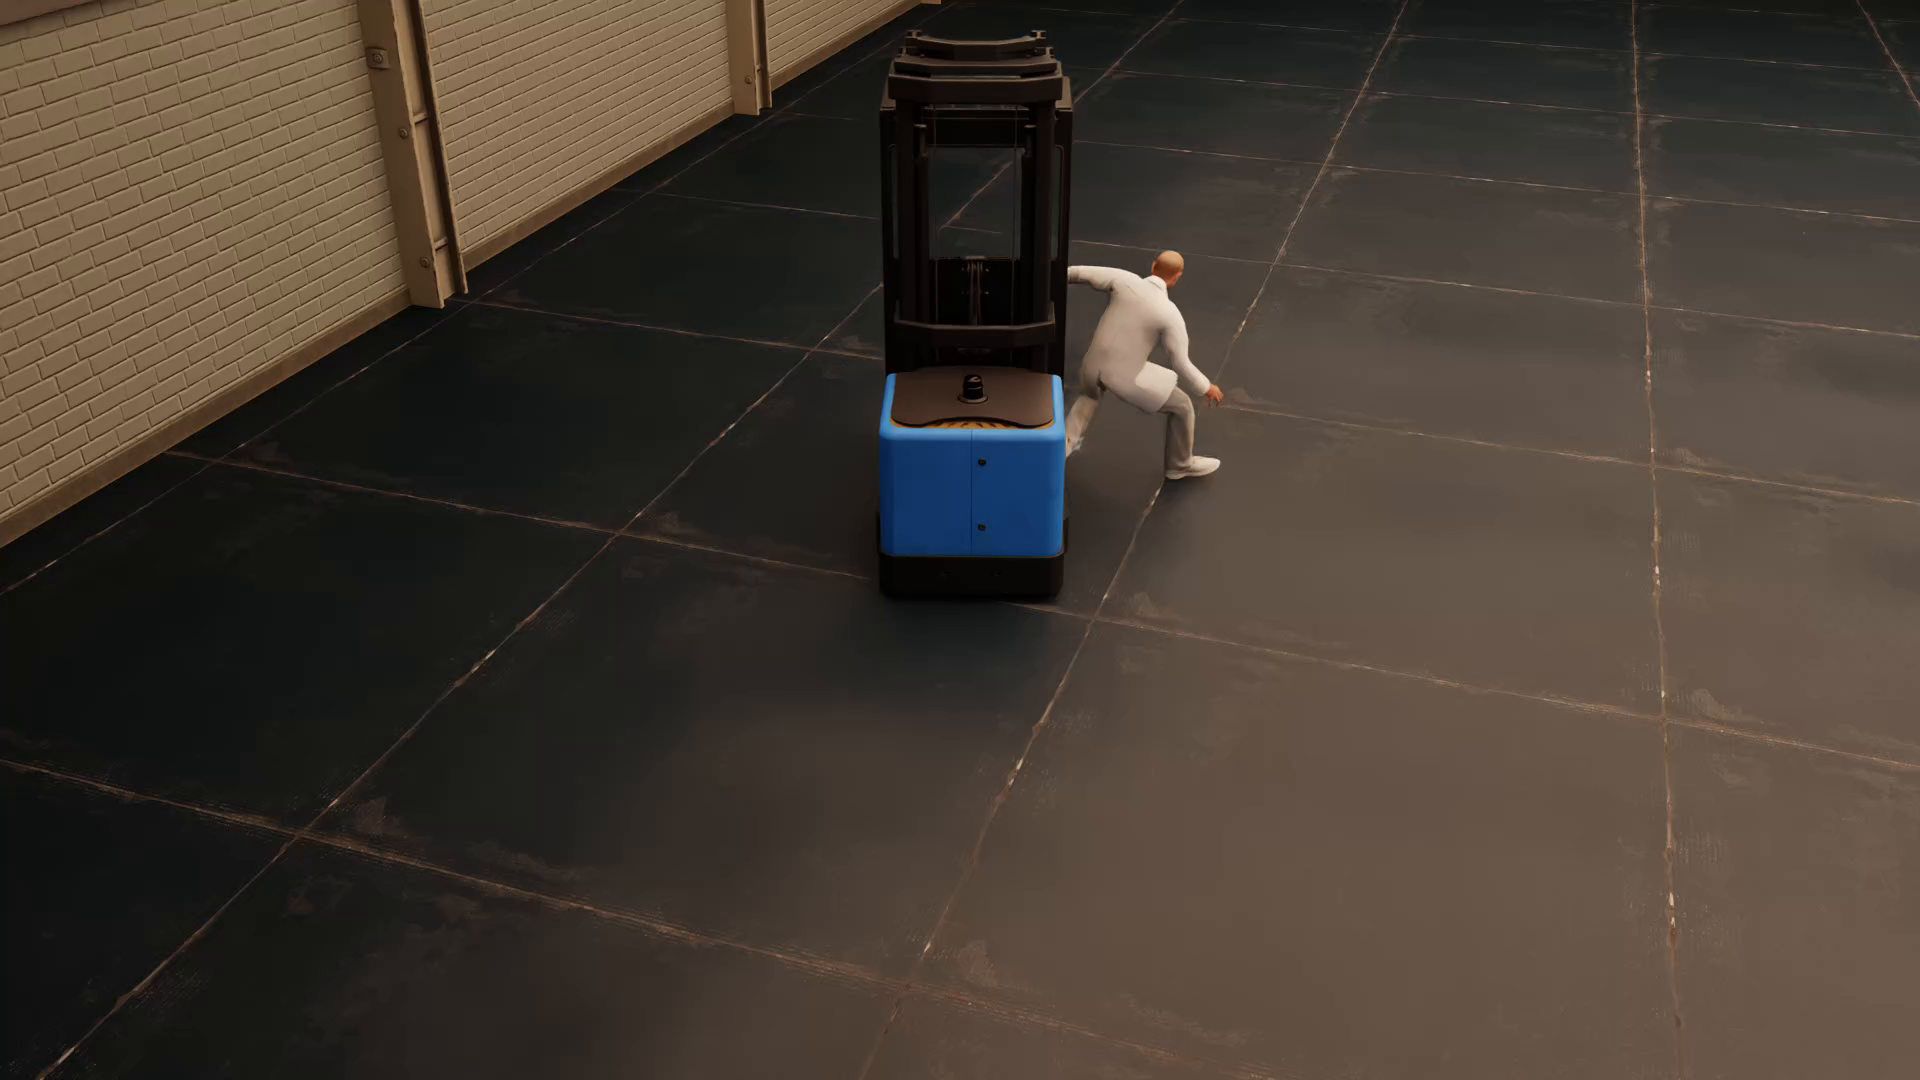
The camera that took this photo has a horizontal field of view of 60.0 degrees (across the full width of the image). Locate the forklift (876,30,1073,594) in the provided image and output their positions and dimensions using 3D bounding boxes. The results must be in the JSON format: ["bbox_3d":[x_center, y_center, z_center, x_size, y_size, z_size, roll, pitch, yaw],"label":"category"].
[{"bbox_3d":[0.096,-1.657,10.044,1.130,2.935,3.031,1,30,1],"label":"forklift"}]

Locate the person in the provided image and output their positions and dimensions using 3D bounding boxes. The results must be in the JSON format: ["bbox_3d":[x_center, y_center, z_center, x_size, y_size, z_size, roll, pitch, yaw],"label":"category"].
[{"bbox_3d":[1.015,-1.109,10.545,0.788,1.505,1.230,-26,39,-37],"label":"person"}]
